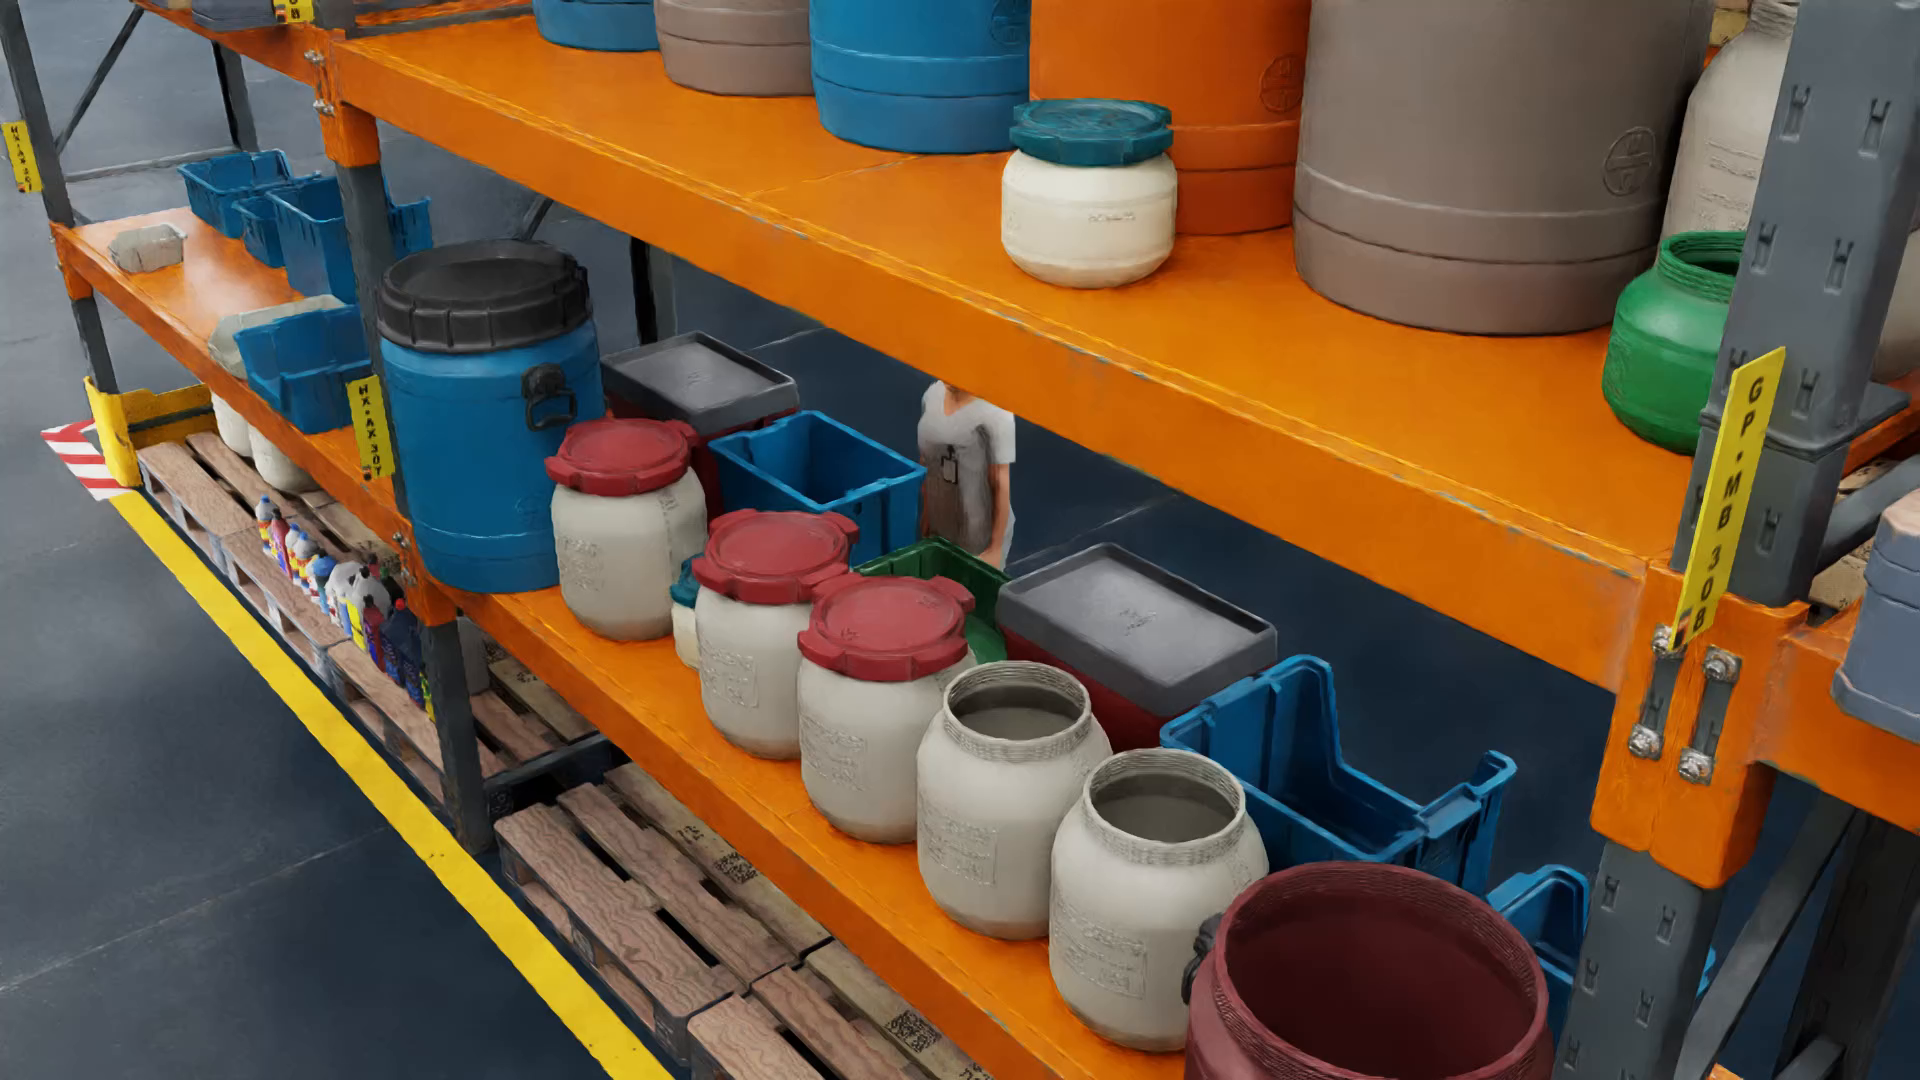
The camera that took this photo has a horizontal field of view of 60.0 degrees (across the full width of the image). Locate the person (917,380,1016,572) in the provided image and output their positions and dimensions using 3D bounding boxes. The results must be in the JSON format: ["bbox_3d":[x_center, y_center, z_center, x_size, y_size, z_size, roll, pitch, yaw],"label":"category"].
[{"bbox_3d":[-0.025,-0.025,6.152,0.518,1.654,0.544,-22,35,-35],"label":"person"}]
